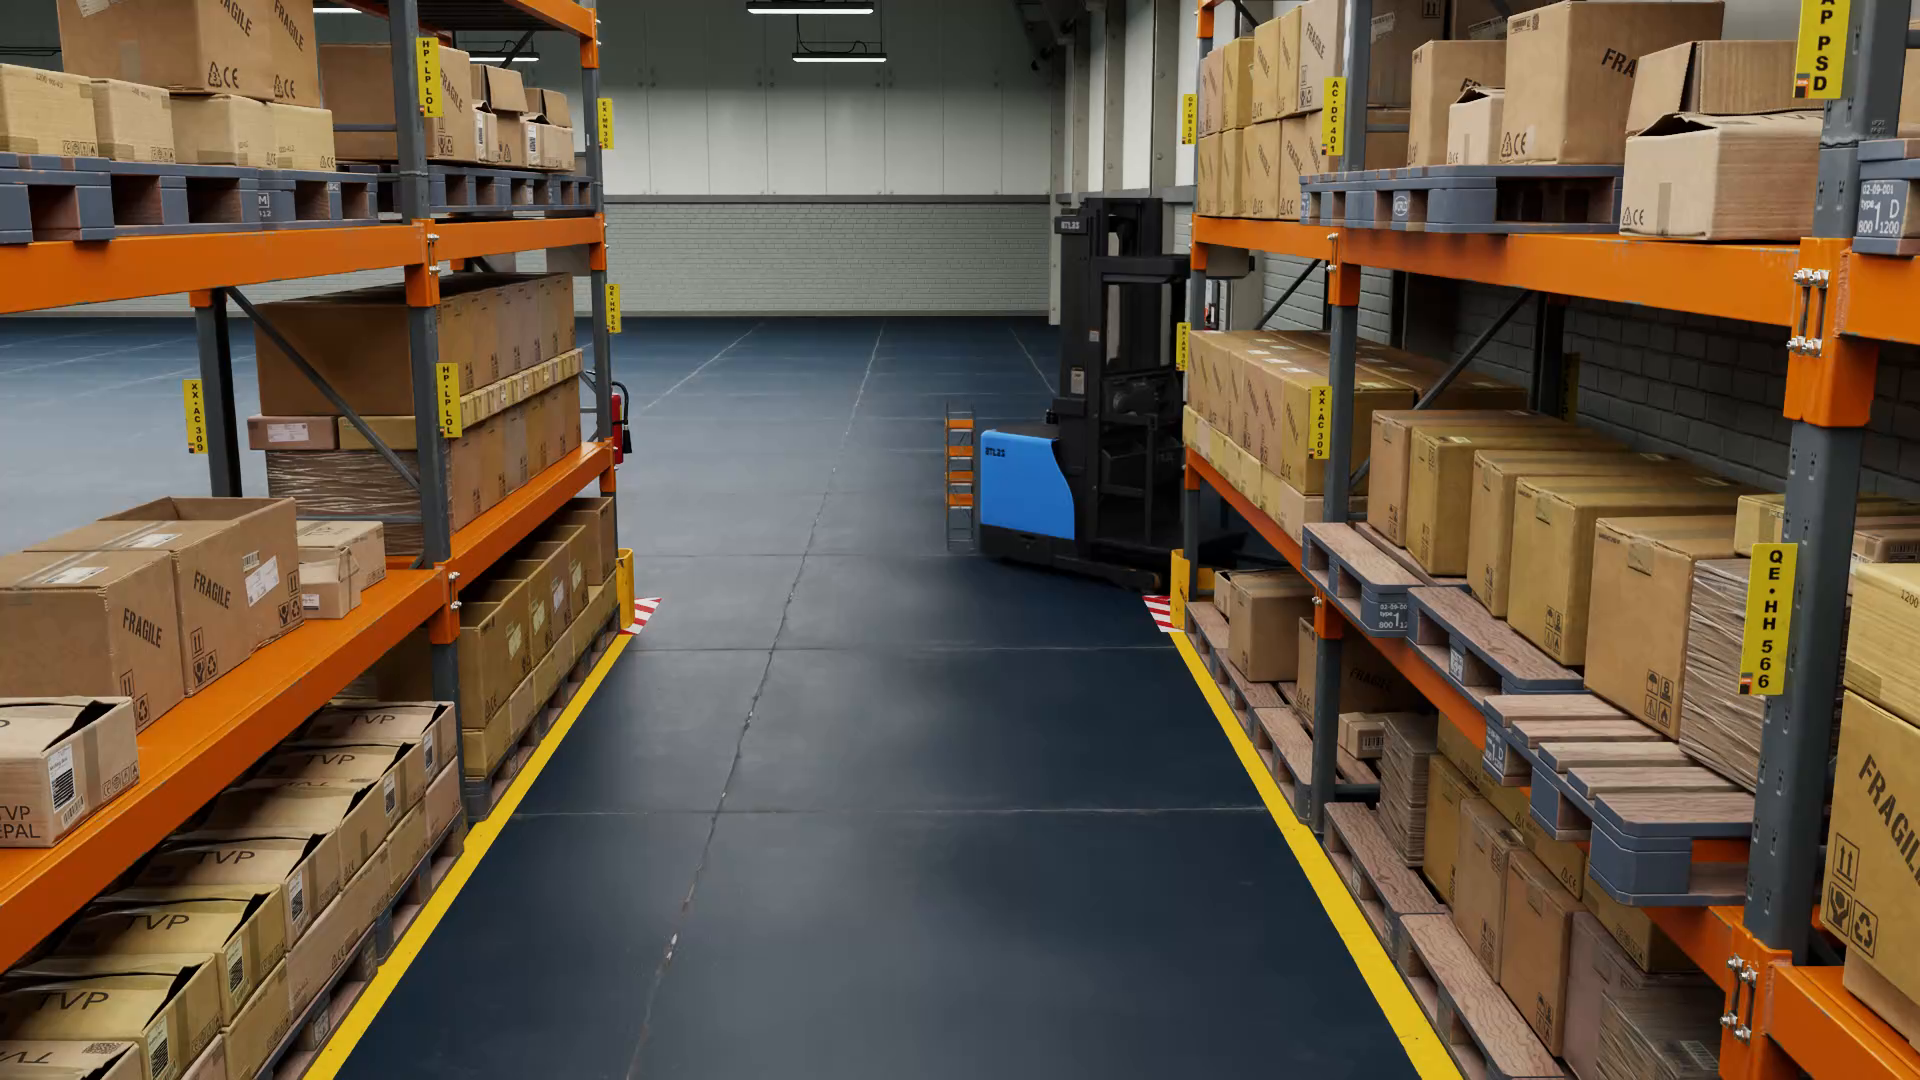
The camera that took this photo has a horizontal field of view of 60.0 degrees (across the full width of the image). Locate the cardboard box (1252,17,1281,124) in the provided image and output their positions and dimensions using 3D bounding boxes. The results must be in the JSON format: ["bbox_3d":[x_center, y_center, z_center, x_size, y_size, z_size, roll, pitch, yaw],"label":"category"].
[{"bbox_3d":[1.829,-2.434,8.650,0.500,0.500,0.500,-1,11,-3],"label":"cardboard box"}]

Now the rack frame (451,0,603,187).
[{"bbox_3d":[-2.882,-3.818,10.744,1.000,3.000,0.127,0,11,-1],"label":"rack frame"}]

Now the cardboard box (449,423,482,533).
[{"bbox_3d":[-2.832,-0.325,8.363,0.700,0.500,0.500,0,11,-2],"label":"cardboard box"}]

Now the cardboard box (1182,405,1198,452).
[{"bbox_3d":[1.763,-0.737,10.973,0.500,0.250,0.500,-1,11,-3],"label":"cardboard box"}]

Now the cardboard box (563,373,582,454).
[{"bbox_3d":[-2.885,-0.834,10.873,0.700,0.500,0.500,0,11,-1],"label":"cardboard box"}]

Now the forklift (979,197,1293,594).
[{"bbox_3d":[1.570,-1.145,12.832,3.031,2.935,1.130,11,16,42],"label":"forklift"}]

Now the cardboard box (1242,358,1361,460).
[{"bbox_3d":[1.818,-0.699,8.903,0.500,0.500,0.500,-1,11,-3],"label":"cardboard box"}]

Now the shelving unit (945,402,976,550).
[{"bbox_3d":[0.003,-0.555,14.278,0.258,1.200,0.503,0,11,-1],"label":"shelving unit"}]

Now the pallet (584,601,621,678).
[{"bbox_3d":[-2.824,0.641,10.870,1.003,0.211,1.213,0,11,-1],"label":"pallet"}]

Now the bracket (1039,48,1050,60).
[{"bbox_3d":[1.983,-11.347,38.803,0.235,0.232,0.430,0,11,-1],"label":"bracket"}]

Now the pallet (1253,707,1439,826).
[{"bbox_3d":[2.104,1.130,8.460,1.003,0.211,1.213,0,11,-1],"label":"pallet"}]

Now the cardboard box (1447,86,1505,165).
[{"bbox_3d":[2.097,-1.504,6.054,0.500,0.311,0.500,0,11,1],"label":"cardboard box"}]

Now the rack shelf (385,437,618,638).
[{"bbox_3d":[-2.841,-0.128,9.453,1.077,0.370,4.000,0,11,-1],"label":"rack shelf"}]

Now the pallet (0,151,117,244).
[{"bbox_3d":[-2.820,-0.799,3.886,1.213,0.211,1.003,0,11,1],"label":"pallet"}]

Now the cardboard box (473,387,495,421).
[{"bbox_3d":[-2.634,-0.707,8.615,0.380,0.149,0.250,-1,11,-3],"label":"cardboard box"}]

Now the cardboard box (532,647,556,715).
[{"bbox_3d":[-2.516,0.767,9.094,0.500,0.250,0.500,0,11,-1],"label":"cardboard box"}]

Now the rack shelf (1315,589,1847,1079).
[{"bbox_3d":[2.194,0.647,5.637,1.077,0.370,4.000,0,11,-1],"label":"rack shelf"}]

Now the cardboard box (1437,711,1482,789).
[{"bbox_3d":[2.197,0.772,6.503,0.500,0.250,0.500,0,11,-2],"label":"cardboard box"}]

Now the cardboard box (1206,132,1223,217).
[{"bbox_3d":[1.803,-2.253,10.275,0.500,0.500,0.500,1,11,3],"label":"cardboard box"}]

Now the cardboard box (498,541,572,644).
[{"bbox_3d":[-2.529,0.300,9.509,0.500,0.500,0.500,0,11,-1],"label":"cardboard box"}]

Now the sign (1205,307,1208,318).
[{"bbox_3d":[2.905,-2.575,19.618,0.001,0.329,0.234,0,11,-1],"label":"sign"}]

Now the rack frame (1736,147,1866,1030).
[{"bbox_3d":[2.236,0.692,3.606,1.000,3.000,0.127,0,11,-1],"label":"rack frame"}]

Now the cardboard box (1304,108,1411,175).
[{"bbox_3d":[1.895,-1.732,7.708,0.500,0.500,0.500,0,11,0],"label":"cardboard box"}]

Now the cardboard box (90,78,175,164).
[{"bbox_3d":[-2.821,-1.305,5.222,0.500,0.250,0.500,-1,12,-6],"label":"cardboard box"}]

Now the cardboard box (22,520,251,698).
[{"bbox_3d":[-2.779,0.226,5.652,0.500,0.500,0.500,0,11,-1],"label":"cardboard box"}]

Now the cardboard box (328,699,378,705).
[{"bbox_3d":[-3.028,0.968,8.103,0.500,0.250,0.500,0,11,-1],"label":"cardboard box"}]

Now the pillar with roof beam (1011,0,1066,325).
[{"bbox_3d":[-1.974,-9.649,39.487,9.100,9.000,0.548,0,11,-1],"label":"pillar with roof beam"}]

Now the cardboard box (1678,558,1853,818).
[{"bbox_3d":[2.216,0.334,4.013,0.700,0.500,0.500,-2,12,-8],"label":"cardboard box"}]

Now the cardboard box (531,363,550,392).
[{"bbox_3d":[-2.663,-0.964,9.885,0.380,0.149,0.250,0,11,1],"label":"cardboard box"}]

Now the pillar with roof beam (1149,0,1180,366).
[{"bbox_3d":[-1.602,-6.071,21.851,9.100,9.000,0.400,0,11,-1],"label":"pillar with roof beam"}]

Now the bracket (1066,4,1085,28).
[{"bbox_3d":[2.161,-9.642,30.400,0.076,0.066,4.783,0,11,-1],"label":"bracket"}]

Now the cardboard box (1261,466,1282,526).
[{"bbox_3d":[1.838,-0.232,8.485,0.500,0.250,0.500,0,11,-1],"label":"cardboard box"}]

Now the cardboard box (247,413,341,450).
[{"bbox_3d":[-3.019,-0.503,7.609,0.380,0.149,0.250,0,11,-1],"label":"cardboard box"}]

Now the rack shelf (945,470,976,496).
[{"bbox_3d":[0.003,-0.489,14.291,0.258,0.148,0.480,0,11,-1],"label":"rack shelf"}]

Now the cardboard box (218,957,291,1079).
[{"bbox_3d":[-2.462,1.546,5.255,0.500,0.250,0.500,-1,11,-3],"label":"cardboard box"}]

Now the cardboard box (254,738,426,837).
[{"bbox_3d":[-2.487,0.967,6.697,0.500,0.311,0.500,0,11,0],"label":"cardboard box"}]

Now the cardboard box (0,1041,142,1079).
[{"bbox_3d":[-2.434,1.474,4.197,0.500,0.311,0.500,0,11,1],"label":"cardboard box"}]

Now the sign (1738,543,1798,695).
[{"bbox_3d":[1.693,0.167,3.479,0.100,0.325,0.005,0,11,-1],"label":"sign"}]

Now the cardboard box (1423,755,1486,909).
[{"bbox_3d":[2.246,1.155,6.504,0.700,0.500,0.500,0,11,-2],"label":"cardboard box"}]

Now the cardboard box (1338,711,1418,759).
[{"bbox_3d":[2.112,0.963,8.287,0.380,0.166,0.250,-2,12,-9],"label":"cardboard box"}]

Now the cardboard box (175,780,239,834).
[{"bbox_3d":[-3.023,1.070,6.190,0.500,0.311,0.500,-1,11,-3],"label":"cardboard box"}]

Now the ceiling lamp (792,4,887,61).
[{"bbox_3d":[-2.550,-11.739,35.108,2.000,3.185,0.800,0,11,-1],"label":"ceiling lamp"}]

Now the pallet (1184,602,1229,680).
[{"bbox_3d":[2.053,0.645,10.851,1.003,0.211,1.213,0,11,-1],"label":"pallet"}]

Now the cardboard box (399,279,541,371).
[{"bbox_3d":[-2.857,-1.254,9.683,0.700,0.500,0.500,0,11,-1],"label":"cardboard box"}]

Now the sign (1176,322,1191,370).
[{"bbox_3d":[1.528,-1.321,11.348,0.100,0.325,0.005,0,11,-1],"label":"sign"}]

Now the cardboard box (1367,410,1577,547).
[{"bbox_3d":[2.130,-0.267,6.972,0.700,0.500,0.500,0,11,-1],"label":"cardboard box"}]

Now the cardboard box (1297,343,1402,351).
[{"bbox_3d":[2.308,-0.907,9.926,0.500,0.500,0.500,-1,11,-3],"label":"cardboard box"}]

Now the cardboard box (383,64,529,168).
[{"bbox_3d":[-2.707,-2.205,8.673,0.797,0.503,0.637,1,12,5],"label":"cardboard box"}]

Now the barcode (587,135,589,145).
[{"bbox_3d":[-2.394,-2.574,10.699,0.001,0.075,0.075,0,11,-1],"label":"barcode"}]

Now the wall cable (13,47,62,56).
[{"bbox_3d":[-22.103,-13.335,41.322,3.097,2.526,0.112,0,11,-1],"label":"wall cable"}]
